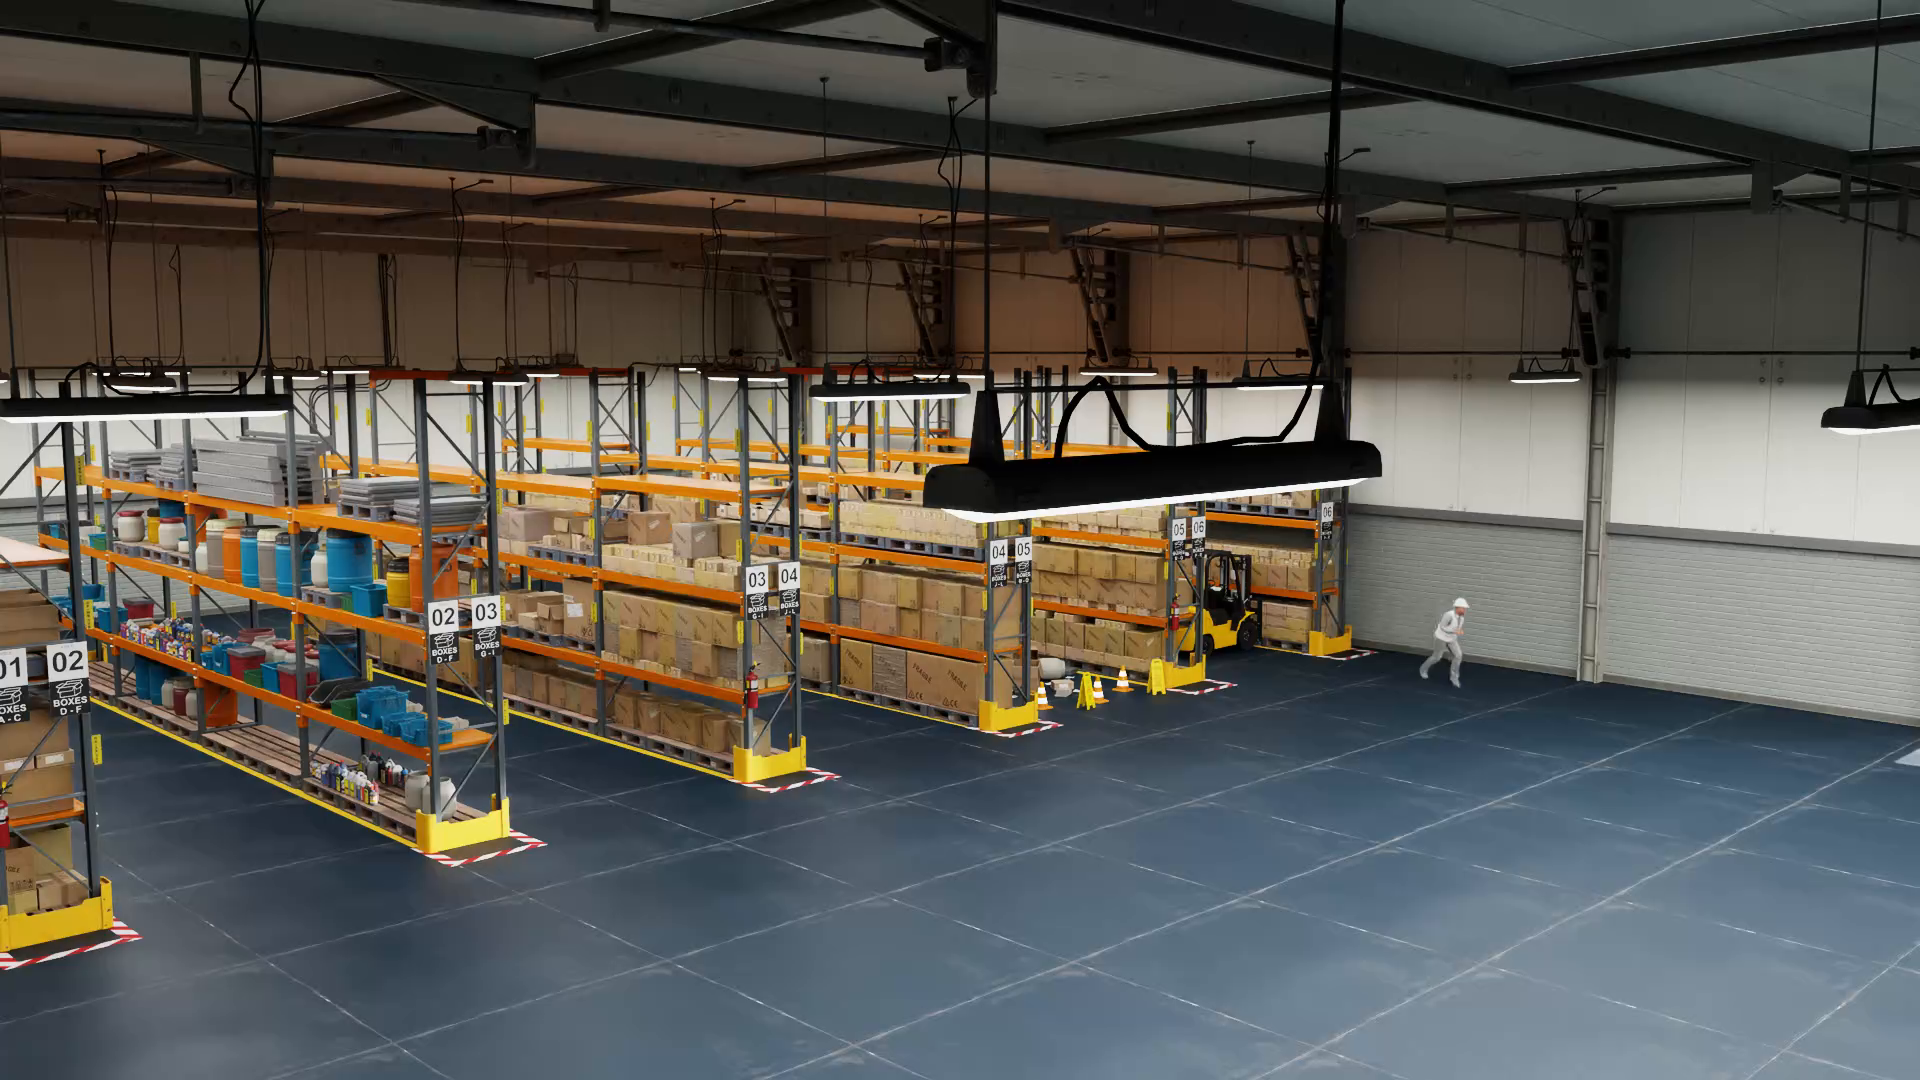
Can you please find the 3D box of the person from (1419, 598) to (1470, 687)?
[{"bbox_3d":[9.272,1.934,31.829,0.701,1.732,1.036,-5,8,-40],"label":"person"}]
